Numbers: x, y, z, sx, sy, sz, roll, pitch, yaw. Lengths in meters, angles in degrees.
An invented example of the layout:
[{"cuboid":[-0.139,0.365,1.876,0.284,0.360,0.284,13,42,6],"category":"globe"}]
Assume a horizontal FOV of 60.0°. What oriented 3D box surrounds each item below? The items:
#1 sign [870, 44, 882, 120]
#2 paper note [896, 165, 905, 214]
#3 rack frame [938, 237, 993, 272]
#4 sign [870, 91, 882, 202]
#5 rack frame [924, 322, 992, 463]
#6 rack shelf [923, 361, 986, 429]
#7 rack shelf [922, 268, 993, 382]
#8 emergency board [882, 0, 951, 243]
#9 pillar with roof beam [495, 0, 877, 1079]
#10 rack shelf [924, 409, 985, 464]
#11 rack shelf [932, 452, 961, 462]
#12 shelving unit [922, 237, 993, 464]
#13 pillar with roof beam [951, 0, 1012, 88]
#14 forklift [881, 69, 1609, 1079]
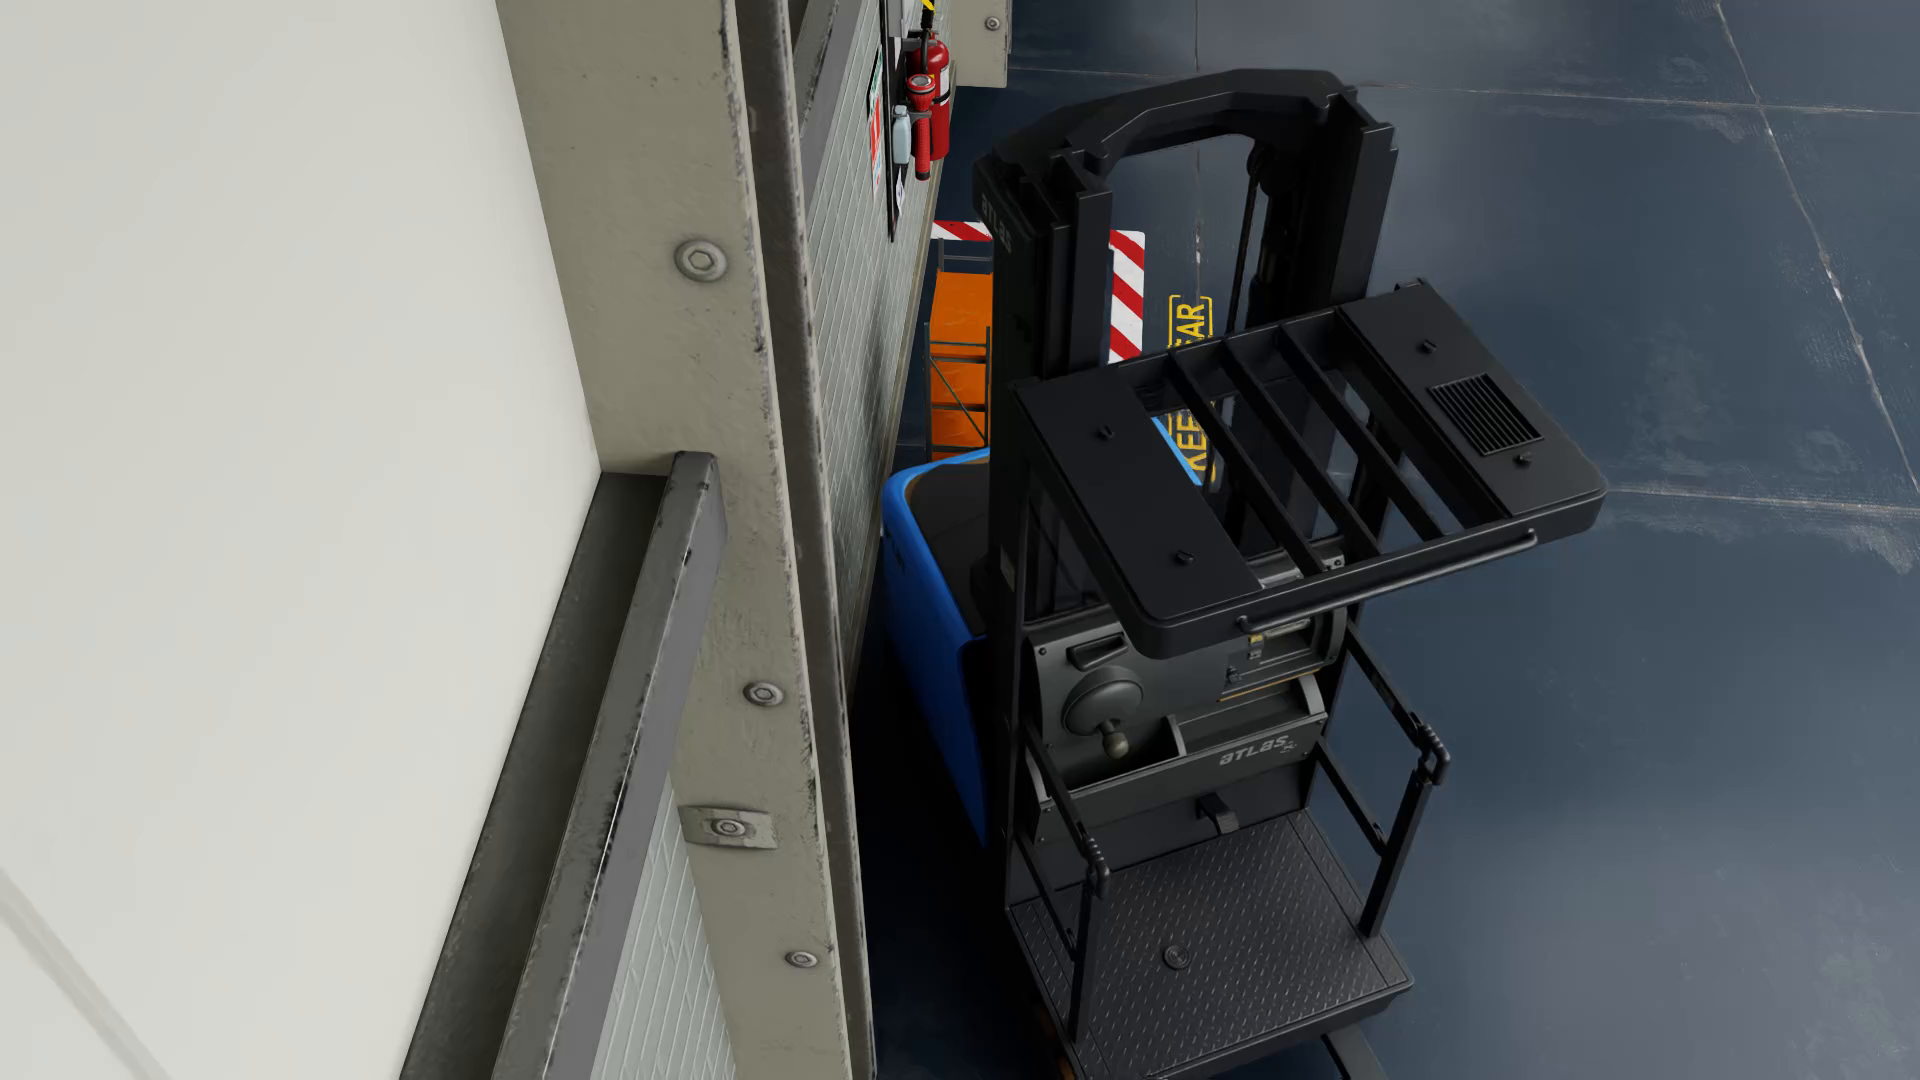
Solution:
[{"cuboid":[-0.294,-1.603,5.826,0.001,0.109,0.331,4,48,4],"category":"sign"},{"cuboid":[-0.235,-1.386,6.607,0.016,0.148,0.142,4,48,4],"category":"paper note"},{"cuboid":[0.037,-0.706,6.608,0.240,1.200,0.015,4,48,4],"category":"rack frame"},{"cuboid":[-0.303,-1.421,6.019,0.001,0.329,0.234,4,48,4],"category":"sign"},{"cuboid":[-0.007,-0.347,6.280,0.240,1.200,0.015,4,48,4],"category":"rack frame"},{"cuboid":[0.015,-0.632,6.329,0.258,0.148,0.480,4,48,4],"category":"rack shelf"},{"cuboid":[0.015,-0.792,6.154,0.258,0.148,0.480,4,48,4],"category":"rack shelf"},{"cuboid":[-0.150,-1.808,6.397,0.194,1.169,0.643,4,48,4],"category":"emergency board"},{"cuboid":[3.854,-0.948,1.545,9.100,9.000,0.400,4,48,4],"category":"pillar with roof beam"},{"cuboid":[0.015,-0.481,6.494,0.258,0.148,0.480,4,48,4],"category":"rack shelf"},{"cuboid":[0.015,-0.347,6.641,0.258,0.148,0.480,4,48,4],"category":"rack shelf"},{"cuboid":[0.015,-0.527,6.444,0.258,1.200,0.503,4,48,4],"category":"shelving unit"},{"cuboid":[4.401,-5.357,5.577,9.100,9.000,0.400,4,48,4],"category":"pillar with roof beam"},{"cuboid":[0.715,0.412,4.412,1.130,2.935,3.031,-16,49,-14],"category":"forklift"}]
